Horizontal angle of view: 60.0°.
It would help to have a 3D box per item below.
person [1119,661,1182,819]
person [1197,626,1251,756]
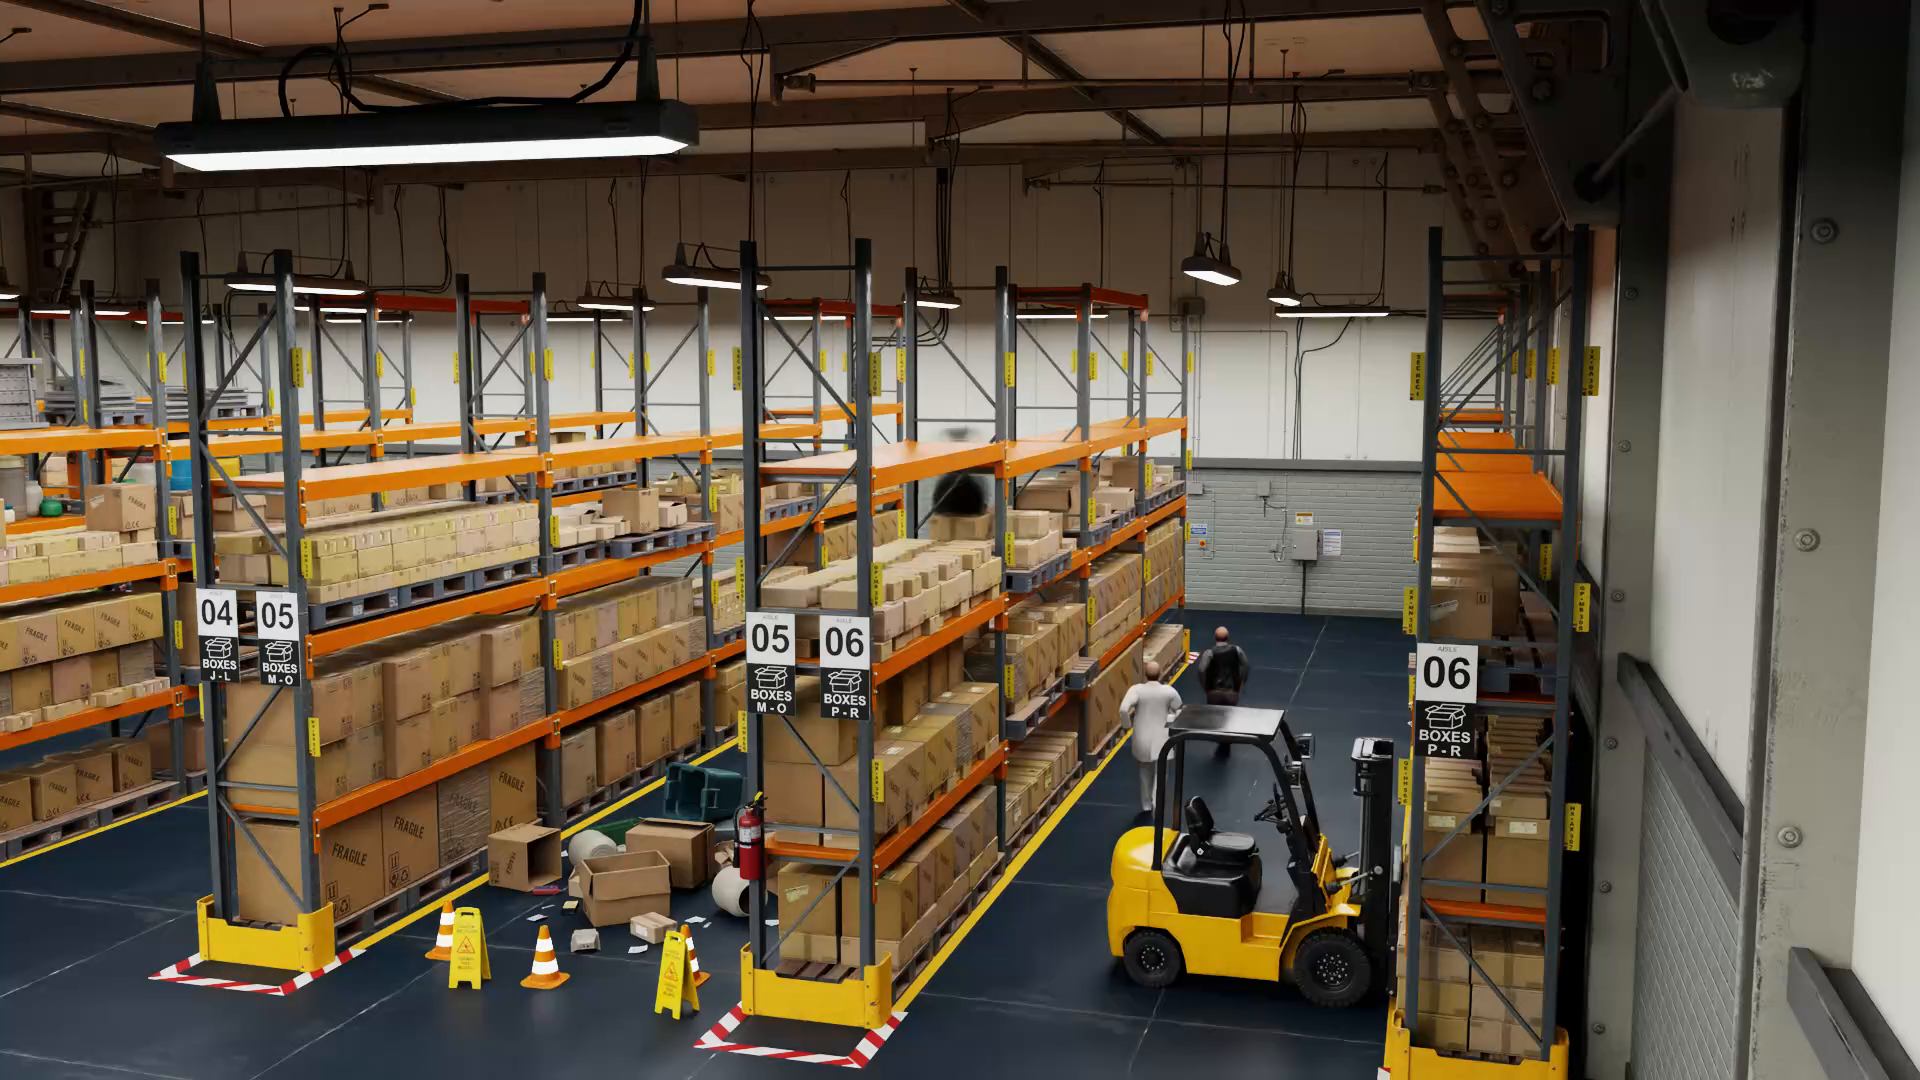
[{"bbox_3d":[2.130,2.306,18.447,0.704,1.542,1.064,1,7,10],"label":"person"},{"bbox_3d":[3.380,1.968,21.275,0.691,1.689,0.589,0,6,2],"label":"person"}]
